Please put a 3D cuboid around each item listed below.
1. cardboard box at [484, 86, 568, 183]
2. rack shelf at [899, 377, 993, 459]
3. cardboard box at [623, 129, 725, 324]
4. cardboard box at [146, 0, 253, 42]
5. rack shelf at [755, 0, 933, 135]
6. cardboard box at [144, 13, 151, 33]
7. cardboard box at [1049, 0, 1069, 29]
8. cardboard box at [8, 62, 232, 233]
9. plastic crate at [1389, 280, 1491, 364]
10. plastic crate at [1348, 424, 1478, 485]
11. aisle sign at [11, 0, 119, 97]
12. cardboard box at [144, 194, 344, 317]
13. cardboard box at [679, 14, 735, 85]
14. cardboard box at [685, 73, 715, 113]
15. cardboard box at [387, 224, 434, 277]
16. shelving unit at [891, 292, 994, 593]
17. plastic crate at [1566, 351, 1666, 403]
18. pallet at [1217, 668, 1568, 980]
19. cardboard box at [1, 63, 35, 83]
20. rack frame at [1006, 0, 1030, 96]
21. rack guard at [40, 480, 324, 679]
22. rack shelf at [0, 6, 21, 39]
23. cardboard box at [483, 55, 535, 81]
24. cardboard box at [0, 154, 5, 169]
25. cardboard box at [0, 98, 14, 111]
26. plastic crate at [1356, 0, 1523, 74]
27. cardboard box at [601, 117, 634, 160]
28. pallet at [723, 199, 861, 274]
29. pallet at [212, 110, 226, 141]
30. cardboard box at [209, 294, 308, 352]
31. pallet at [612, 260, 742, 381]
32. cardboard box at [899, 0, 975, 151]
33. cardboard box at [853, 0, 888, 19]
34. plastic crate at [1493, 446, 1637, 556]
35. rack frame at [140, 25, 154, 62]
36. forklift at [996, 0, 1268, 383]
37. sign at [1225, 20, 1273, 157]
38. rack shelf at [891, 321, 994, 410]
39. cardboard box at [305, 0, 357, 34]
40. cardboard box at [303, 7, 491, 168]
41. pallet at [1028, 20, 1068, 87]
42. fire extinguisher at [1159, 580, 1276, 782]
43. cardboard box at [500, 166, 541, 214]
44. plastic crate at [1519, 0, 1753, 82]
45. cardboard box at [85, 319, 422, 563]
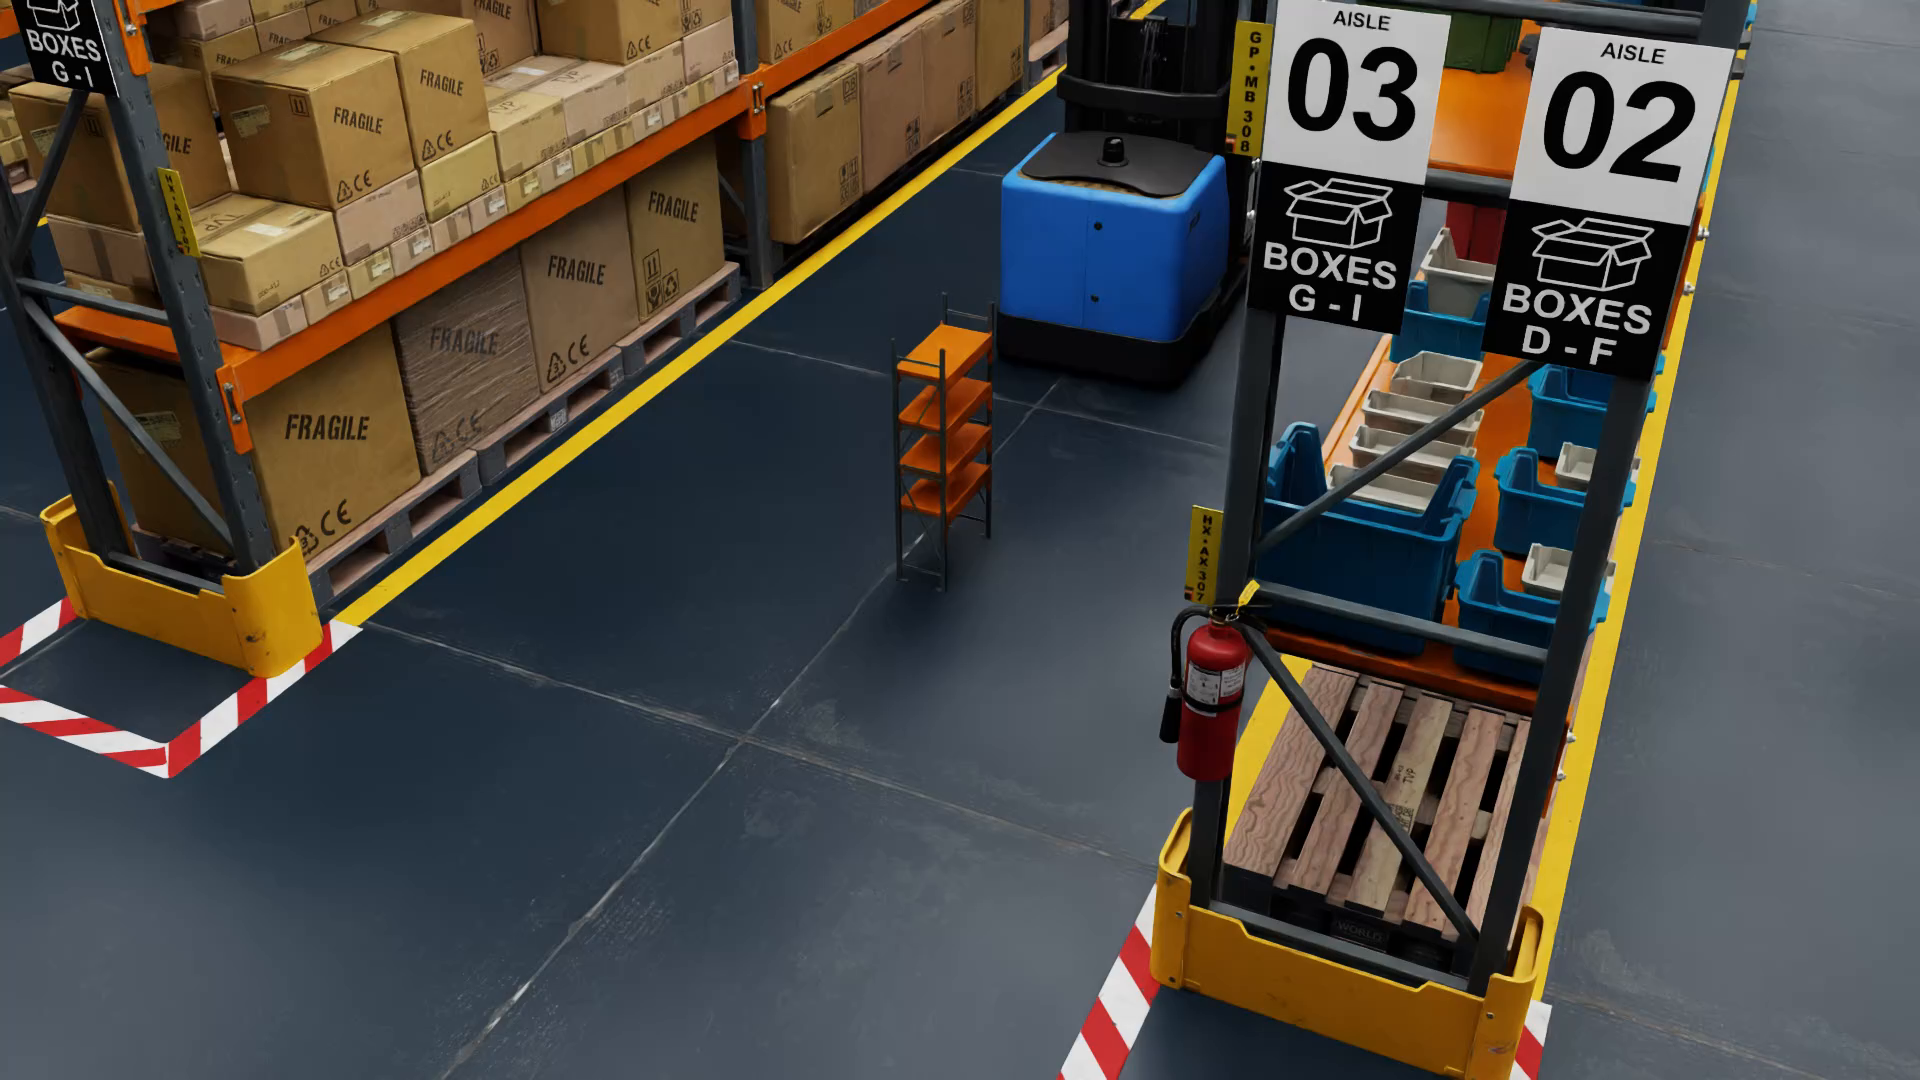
[{"bbox_3d":[-2.202,-1.911,7.794,0.500,0.250,0.500,13,36,20],"label":"cardboard box"},{"bbox_3d":[-0.069,-0.550,7.210,0.258,0.148,0.480,14,36,20],"label":"rack shelf"},{"bbox_3d":[-1.962,-1.870,9.421,0.875,0.875,0.875,14,36,20],"label":"cardboard box"},{"bbox_3d":[-5.526,-3.833,12.072,0.500,0.250,0.500,13,35,18],"label":"cardboard box"},{"bbox_3d":[-0.776,-3.588,11.143,1.077,0.370,4.000,14,36,20],"label":"rack shelf"},{"bbox_3d":[-5.994,-3.954,12.257,0.500,0.250,0.500,13,36,19],"label":"cardboard box"},{"bbox_3d":[0.543,-4.641,13.971,0.700,0.500,0.500,11,35,17],"label":"cardboard box"},{"bbox_3d":[-3.321,-1.579,6.604,0.500,0.500,0.500,15,36,21],"label":"cardboard box"},{"bbox_3d":[1.839,-0.801,6.334,0.416,0.233,0.300,14,36,20],"label":"plastic crate"},{"bbox_3d":[1.523,-0.268,5.609,0.396,0.136,0.243,14,36,20],"label":"plastic crate"},{"bbox_3d":[-3.044,-1.883,5.516,0.394,0.787,0.004,14,36,20],"label":"aisle sign"},{"bbox_3d":[-2.840,-1.140,6.618,0.500,0.250,0.500,13,36,19],"label":"cardboard box"},{"bbox_3d":[-1.559,-2.675,8.959,0.500,0.250,0.500,14,36,20],"label":"cardboard box"},{"bbox_3d":[-1.551,-2.432,8.953,0.380,0.149,0.250,15,36,21],"label":"cardboard box"},{"bbox_3d":[-2.517,-1.283,7.200,0.380,0.149,0.250,14,36,20],"label":"cardboard box"},{"bbox_3d":[-0.069,-0.419,7.295,0.258,1.200,0.503,14,36,20],"label":"shelving unit"},{"bbox_3d":[2.291,-0.572,5.985,0.416,0.233,0.300,14,36,20],"label":"plastic crate"},{"bbox_3d":[1.593,1.000,6.033,1.003,0.211,1.213,14,36,20],"label":"pallet"},{"bbox_3d":[-6.408,-3.189,11.553,0.380,0.149,0.250,16,36,22],"label":"cardboard box"},{"bbox_3d":[0.061,-4.885,12.465,1.000,3.000,0.127,14,36,20],"label":"rack frame"},{"bbox_3d":[-3.296,0.156,7.055,1.175,0.500,0.348,14,36,20],"label":"rack guard"},{"bbox_3d":[-6.912,-2.784,9.917,1.077,0.370,4.000,14,36,20],"label":"rack shelf"},{"bbox_3d":[-2.471,-2.275,8.349,0.500,0.250,0.500,15,36,22],"label":"cardboard box"},{"bbox_3d":[-6.399,-2.450,10.697,0.380,0.149,0.250,15,36,22],"label":"cardboard box"},{"bbox_3d":[-6.157,-2.815,10.981,0.380,0.149,0.250,14,36,20],"label":"cardboard box"},{"bbox_3d":[1.366,-1.487,4.740,0.450,0.188,0.336,14,36,20],"label":"plastic crate"},{"bbox_3d":[-1.873,-2.048,8.367,0.380,0.149,0.250,15,36,21],"label":"cardboard box"},{"bbox_3d":[-1.358,-2.128,10.804,1.003,0.211,1.213,14,36,20],"label":"pallet"},{"bbox_3d":[-5.751,-3.303,12.595,1.003,0.211,1.213,14,36,20],"label":"pallet"},{"bbox_3d":[-2.838,-0.897,6.611,0.380,0.149,0.250,15,36,21],"label":"cardboard box"},{"bbox_3d":[-2.002,-1.366,9.641,1.003,0.211,1.213,14,36,20],"label":"pallet"},{"bbox_3d":[-0.627,-3.391,11.741,1.225,0.875,0.875,14,36,21],"label":"cardboard box"},{"bbox_3d":[-0.774,-3.606,10.423,0.500,0.500,0.500,13,36,19],"label":"cardboard box"},{"bbox_3d":[1.890,-0.095,5.257,0.416,0.233,0.300,14,36,20],"label":"plastic crate"},{"bbox_3d":[-6.076,-4.081,11.239,1.000,3.000,0.127,14,36,20],"label":"rack frame"},{"bbox_3d":[1.233,-2.863,9.443,1.130,2.935,3.031,13,35,19],"label":"forklift"},{"bbox_3d":[0.706,-1.093,4.042,0.100,0.325,0.005,14,36,20],"label":"sign"},{"bbox_3d":[-0.069,-0.748,7.080,0.258,0.148,0.480,14,36,20],"label":"rack shelf"},{"bbox_3d":[-5.099,-4.047,13.082,0.500,0.500,0.500,15,36,21],"label":"cardboard box"},{"bbox_3d":[-2.420,-1.962,7.188,0.500,0.500,0.500,13,35,19],"label":"cardboard box"},{"bbox_3d":[0.389,-4.108,13.822,1.003,0.211,1.213,14,36,20],"label":"pallet"},{"bbox_3d":[0.736,0.395,4.823,0.296,0.674,0.183,14,36,20],"label":"fire extinguisher"},{"bbox_3d":[-2.196,-1.663,7.780,0.380,0.149,0.250,13,36,19],"label":"cardboard box"},{"bbox_3d":[1.627,-1.092,4.064,0.497,0.269,0.590,14,36,20],"label":"plastic crate"},{"bbox_3d":[-3.091,-0.525,7.370,0.875,0.875,0.875,14,36,20],"label":"cardboard box"}]
